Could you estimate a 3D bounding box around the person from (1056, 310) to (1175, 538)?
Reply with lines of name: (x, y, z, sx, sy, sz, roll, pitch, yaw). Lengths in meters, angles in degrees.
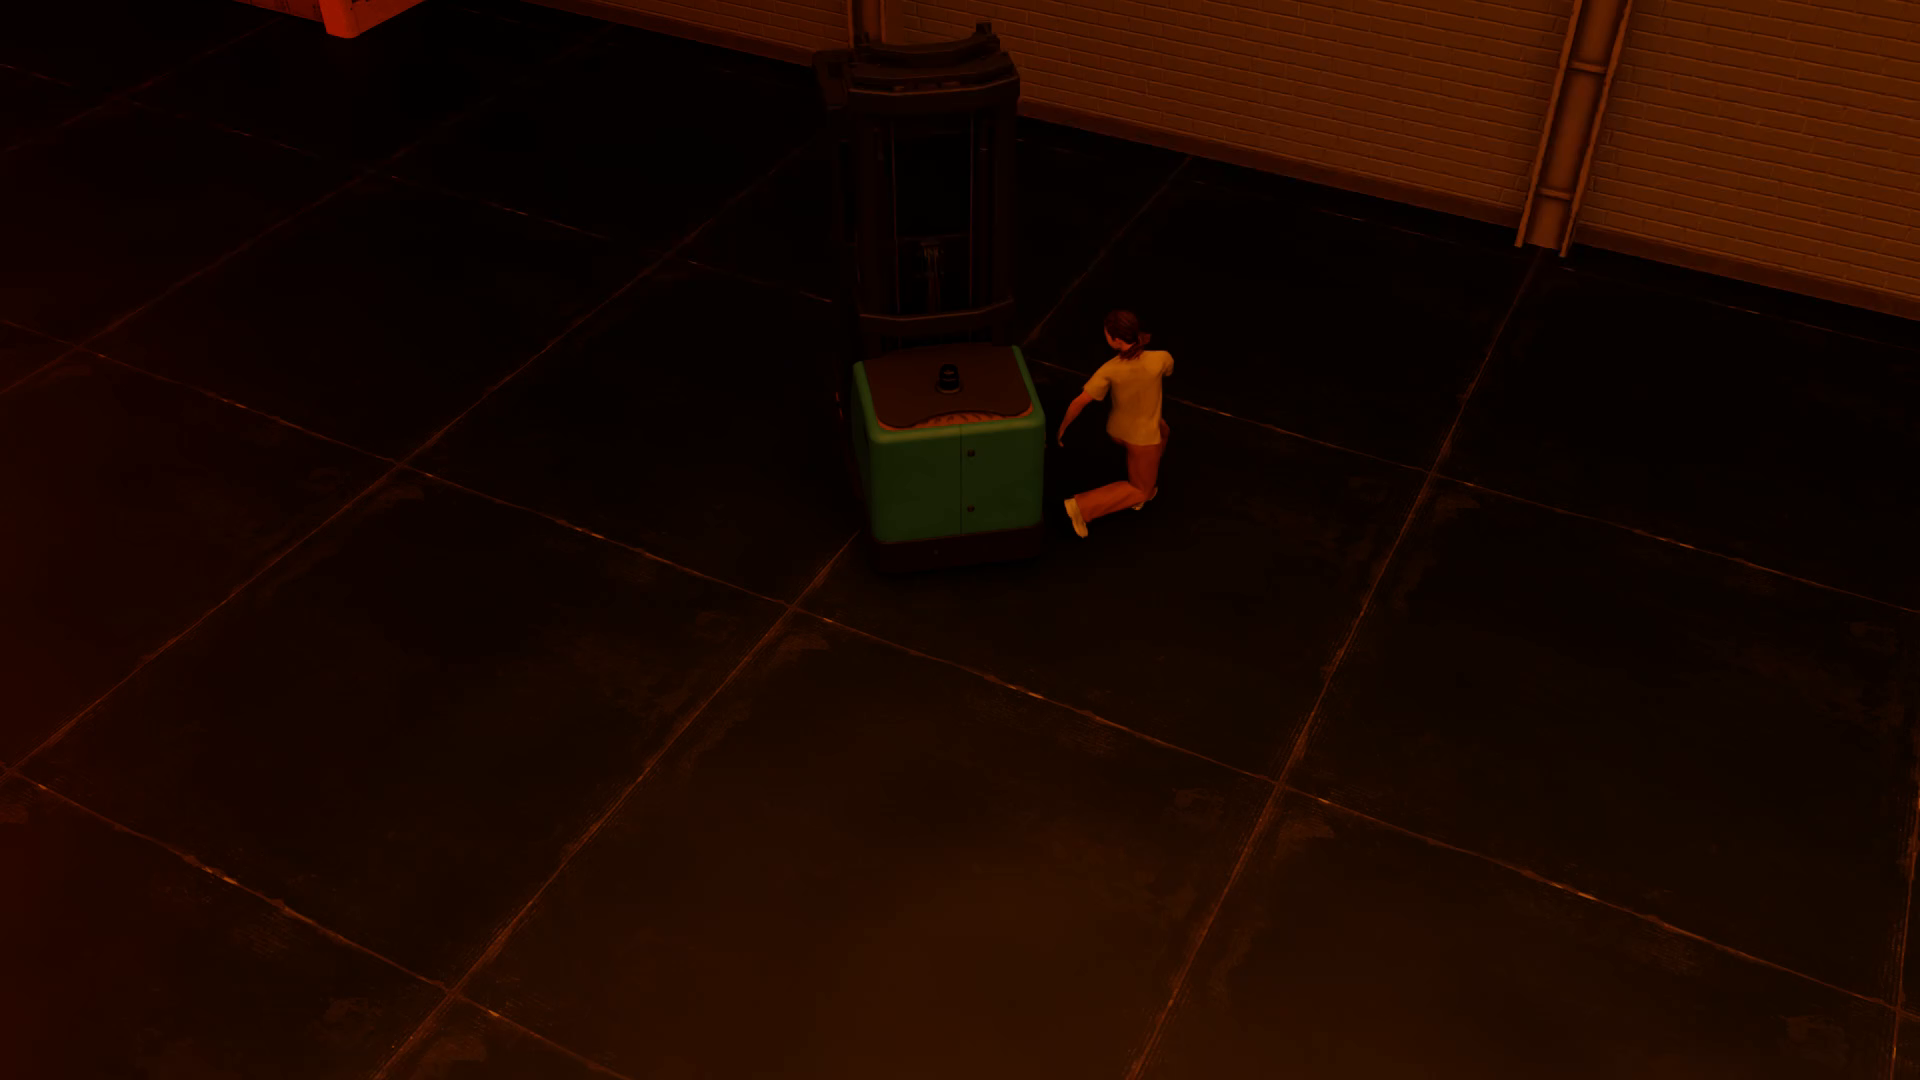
person: (0.952, -0.708, 10.026, 0.564, 1.453, 0.867, 26, 47, 28)

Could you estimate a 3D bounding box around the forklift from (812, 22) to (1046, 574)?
forklift: (-0.262, -1.870, 10.206, 1.130, 2.935, 3.031, -7, 41, -8)
